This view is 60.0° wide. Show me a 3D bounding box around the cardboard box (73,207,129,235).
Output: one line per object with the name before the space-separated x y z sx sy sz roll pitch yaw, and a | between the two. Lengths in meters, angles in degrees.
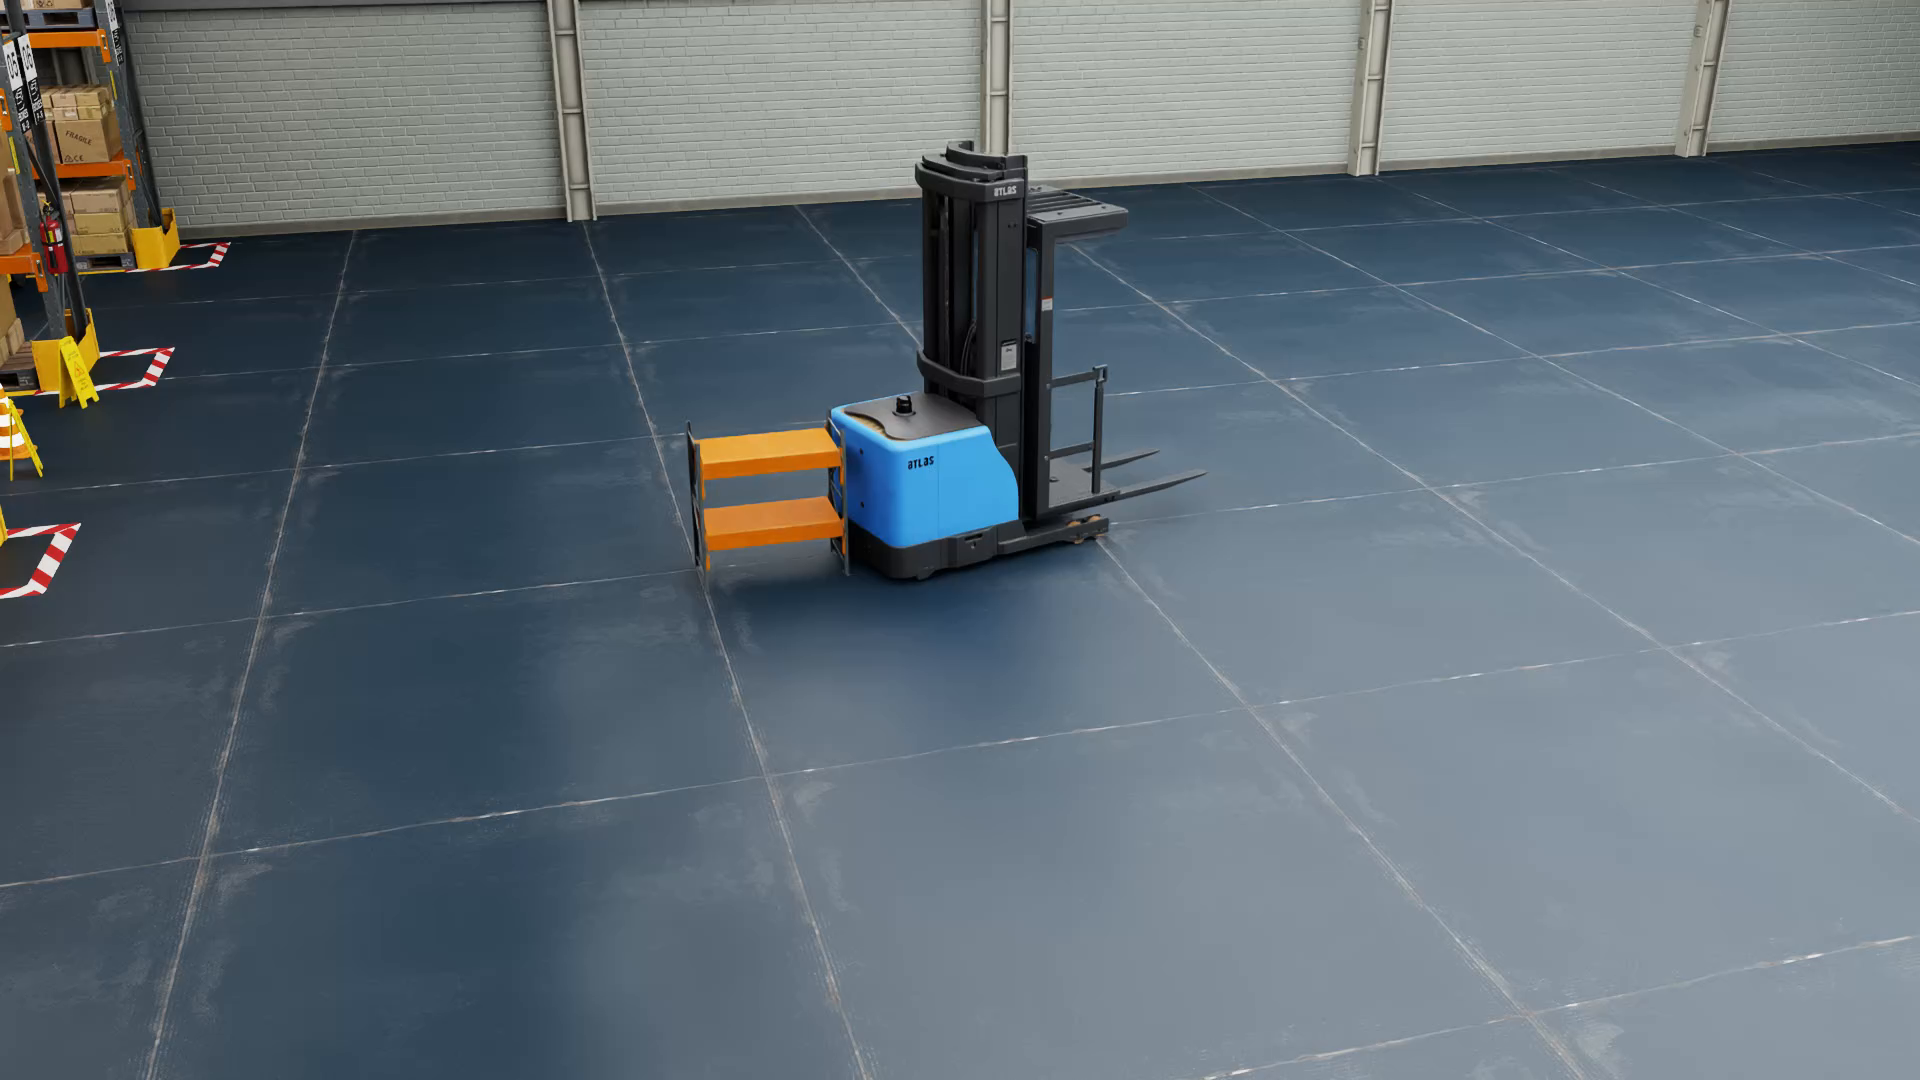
cardboard box | -10.497 -3.920 20.332 0.500 0.250 0.500 -7 24 -15

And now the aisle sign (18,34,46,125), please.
aisle sign | -8.793 -4.366 15.755 0.004 0.787 0.394 -6 24 -14

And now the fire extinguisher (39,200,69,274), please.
fire extinguisher | -8.534 -2.849 15.614 0.183 0.674 0.296 -6 24 -14

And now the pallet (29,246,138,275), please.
pallet | -10.838 -3.553 20.692 1.213 0.211 1.003 -6 24 -14

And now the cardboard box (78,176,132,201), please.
cardboard box | -10.627 -4.341 20.679 0.500 0.250 0.500 -7 24 -15

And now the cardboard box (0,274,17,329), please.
cardboard box | -9.643 -2.338 16.327 0.500 0.500 0.500 -7 24 -16

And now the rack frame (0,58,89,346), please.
rack frame | -8.769 -3.047 15.978 0.127 3.000 1.000 -6 24 -14

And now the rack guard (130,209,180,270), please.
rack guard | -10.090 -3.785 20.868 0.348 0.500 1.175 -6 24 -14

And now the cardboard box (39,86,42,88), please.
cardboard box | -11.248 -5.388 20.107 0.250 0.149 0.380 -6 24 -14

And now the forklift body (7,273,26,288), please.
forklift body | -11.446 -3.647 18.451 1.214 2.155 2.313 -6 24 -14

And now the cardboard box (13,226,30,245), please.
cardboard box | -9.152 -2.974 16.126 0.250 0.149 0.380 -6 24 -14

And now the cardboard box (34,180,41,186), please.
cardboard box | -11.592 -4.237 20.437 0.500 0.250 0.500 -6 24 -15

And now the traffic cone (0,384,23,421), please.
traffic cone | -8.834 -1.346 15.230 0.334 0.463 0.336 -6 24 -14

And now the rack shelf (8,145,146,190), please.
rack shelf | -12.039 -4.388 20.014 4.000 0.370 1.077 -6 24 -14

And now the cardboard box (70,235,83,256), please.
cardboard box | -10.962 -3.641 20.317 0.500 0.250 0.500 -6 24 -14

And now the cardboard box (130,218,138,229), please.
cardboard box | -10.639 -3.883 20.879 0.500 0.250 0.500 -6 24 -14

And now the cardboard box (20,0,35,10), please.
cardboard box | -10.829 -6.230 19.250 0.250 0.149 0.380 -7 24 -16

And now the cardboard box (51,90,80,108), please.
cardboard box | -10.630 -5.256 19.799 0.250 0.149 0.380 -6 24 -14

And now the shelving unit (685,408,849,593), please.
shelving unit | -1.376 -0.292 11.933 1.048 1.125 0.538 -7 24 -15

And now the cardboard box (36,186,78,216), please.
cardboard box | -10.962 -4.096 20.109 0.500 0.250 0.500 -6 24 -13

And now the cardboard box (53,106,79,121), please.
cardboard box | -10.609 -5.094 19.798 0.250 0.149 0.380 -6 24 -14

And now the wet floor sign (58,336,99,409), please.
wet floor sign | -8.297 -1.579 15.543 0.232 0.644 0.267 2 23 4

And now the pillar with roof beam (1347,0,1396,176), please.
pillar with roof beam | 7.467 -8.239 20.470 0.400 9.000 9.100 -6 24 -14

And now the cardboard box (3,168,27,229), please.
cardboard box | -9.300 -3.285 16.027 0.500 0.500 0.500 -7 24 -15

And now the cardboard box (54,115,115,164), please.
cardboard box | -10.516 -4.825 19.995 0.500 0.500 0.500 -7 24 -16

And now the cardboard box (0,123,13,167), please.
cardboard box | -11.511 -4.719 19.747 0.500 0.500 0.500 -7 24 -15

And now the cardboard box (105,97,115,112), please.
cardboard box | -10.510 -5.338 20.367 0.250 0.149 0.380 -7 24 -16

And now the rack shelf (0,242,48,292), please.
rack shelf | -10.694 -2.504 15.623 4.000 0.370 1.077 -6 24 -14

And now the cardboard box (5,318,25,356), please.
cardboard box | -9.620 -1.996 16.482 0.500 0.250 0.500 -7 24 -15

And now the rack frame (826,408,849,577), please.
rack frame | -0.888 -0.348 12.065 0.032 1.125 0.500 -7 24 -15

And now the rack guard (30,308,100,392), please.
rack guard | -8.842 -1.890 16.452 0.348 0.500 1.175 -6 24 -14

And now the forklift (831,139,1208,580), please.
forklift | 0.541 -1.481 12.416 3.031 2.935 1.130 -14 27 -29

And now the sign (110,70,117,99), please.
sign | -9.980 -5.365 19.610 0.005 0.325 0.100 -6 24 -14

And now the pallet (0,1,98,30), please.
pallet | -10.801 -6.204 19.642 1.213 0.211 1.003 -6 24 -14

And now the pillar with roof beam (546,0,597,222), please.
pillar with roof beam | -4.087 -6.961 17.491 0.400 9.000 9.100 -6 24 -14

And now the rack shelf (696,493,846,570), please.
rack shelf | -1.376 -0.067 12.030 1.000 0.278 0.538 -7 24 -15

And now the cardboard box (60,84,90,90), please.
cardboard box | -10.767 -5.453 20.258 0.250 0.149 0.380 -5 24 -13

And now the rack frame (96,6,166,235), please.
rack frame | -10.113 -4.931 20.369 0.127 3.000 1.000 -6 24 -14
